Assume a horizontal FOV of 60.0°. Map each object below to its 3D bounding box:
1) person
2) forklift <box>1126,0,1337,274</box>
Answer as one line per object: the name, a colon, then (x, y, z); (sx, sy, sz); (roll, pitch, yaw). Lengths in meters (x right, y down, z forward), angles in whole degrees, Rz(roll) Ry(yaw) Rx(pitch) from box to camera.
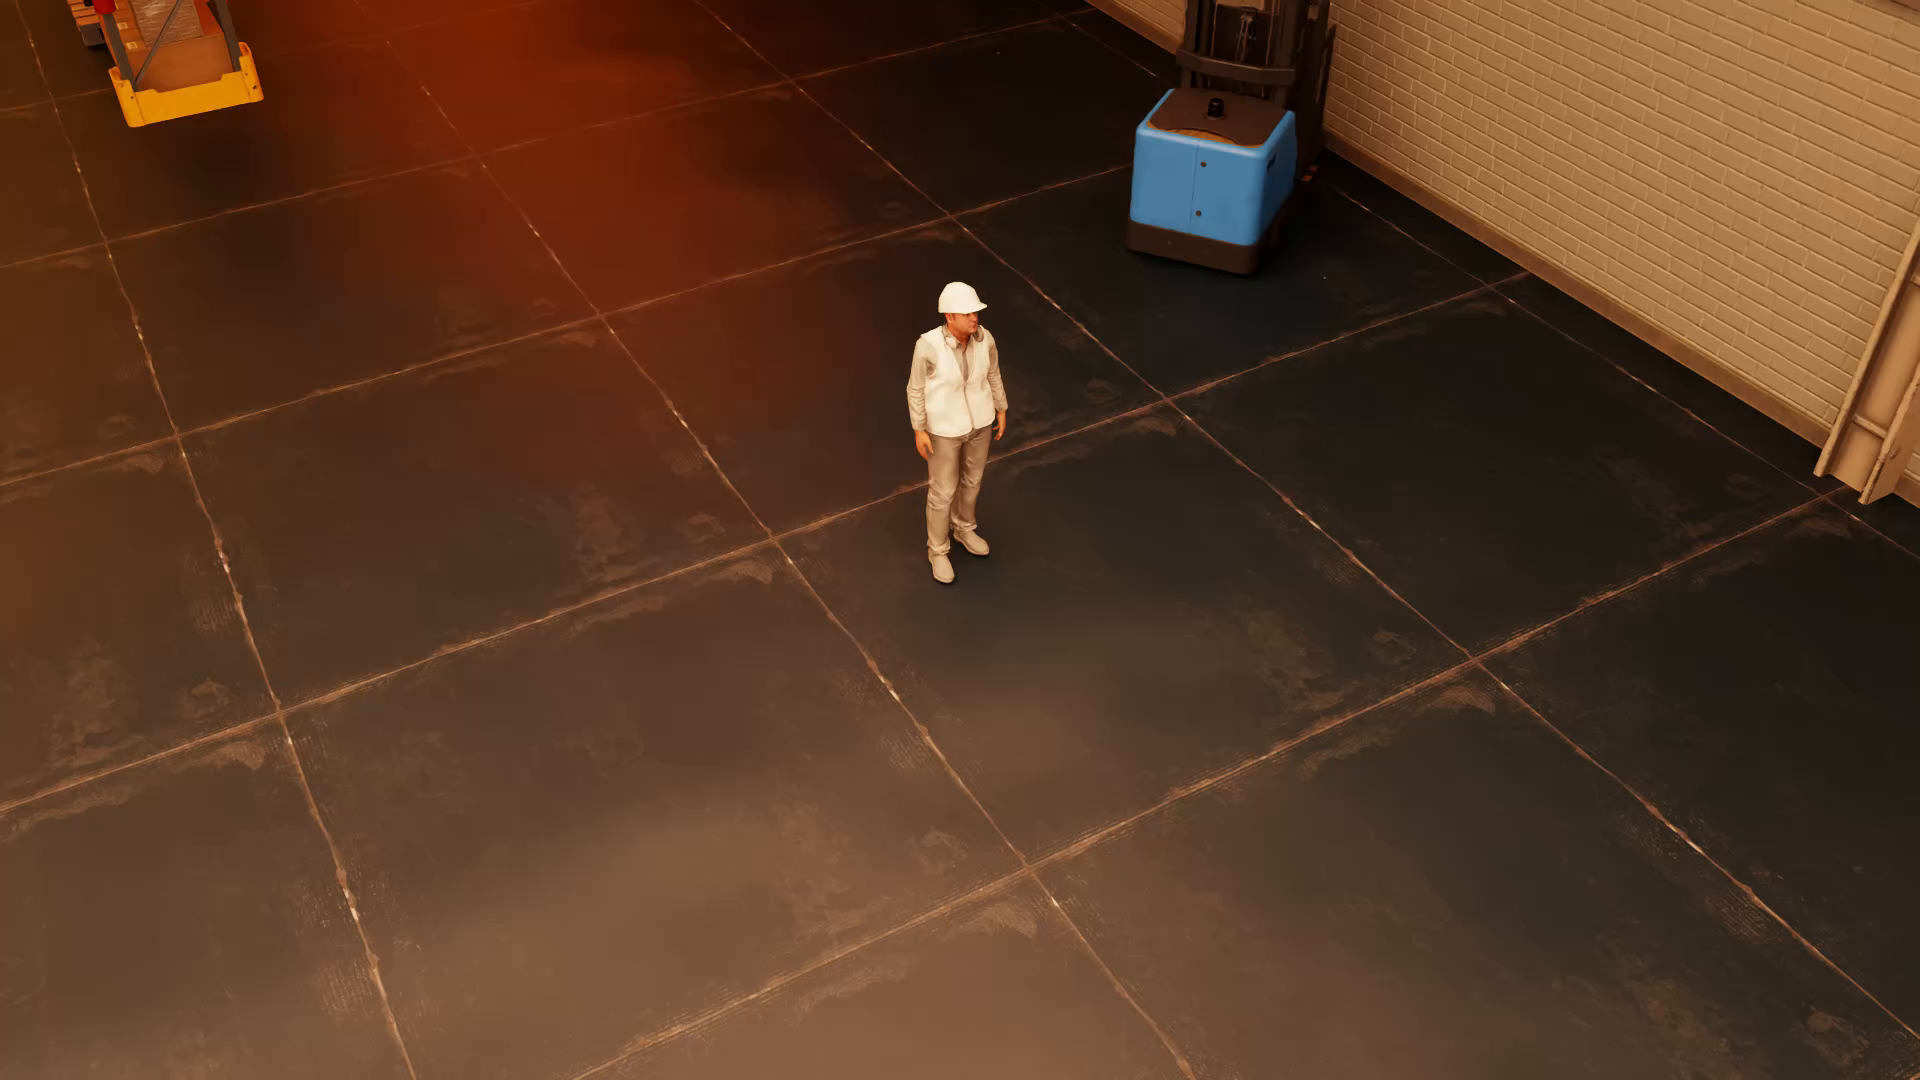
person: (0.024, -0.650, 9.718); (0.632, 1.768, 0.568); (-20, 44, -23)
forklift: (2.375, -4.090, 12.967); (1.130, 2.935, 3.031); (16, 42, 19)
